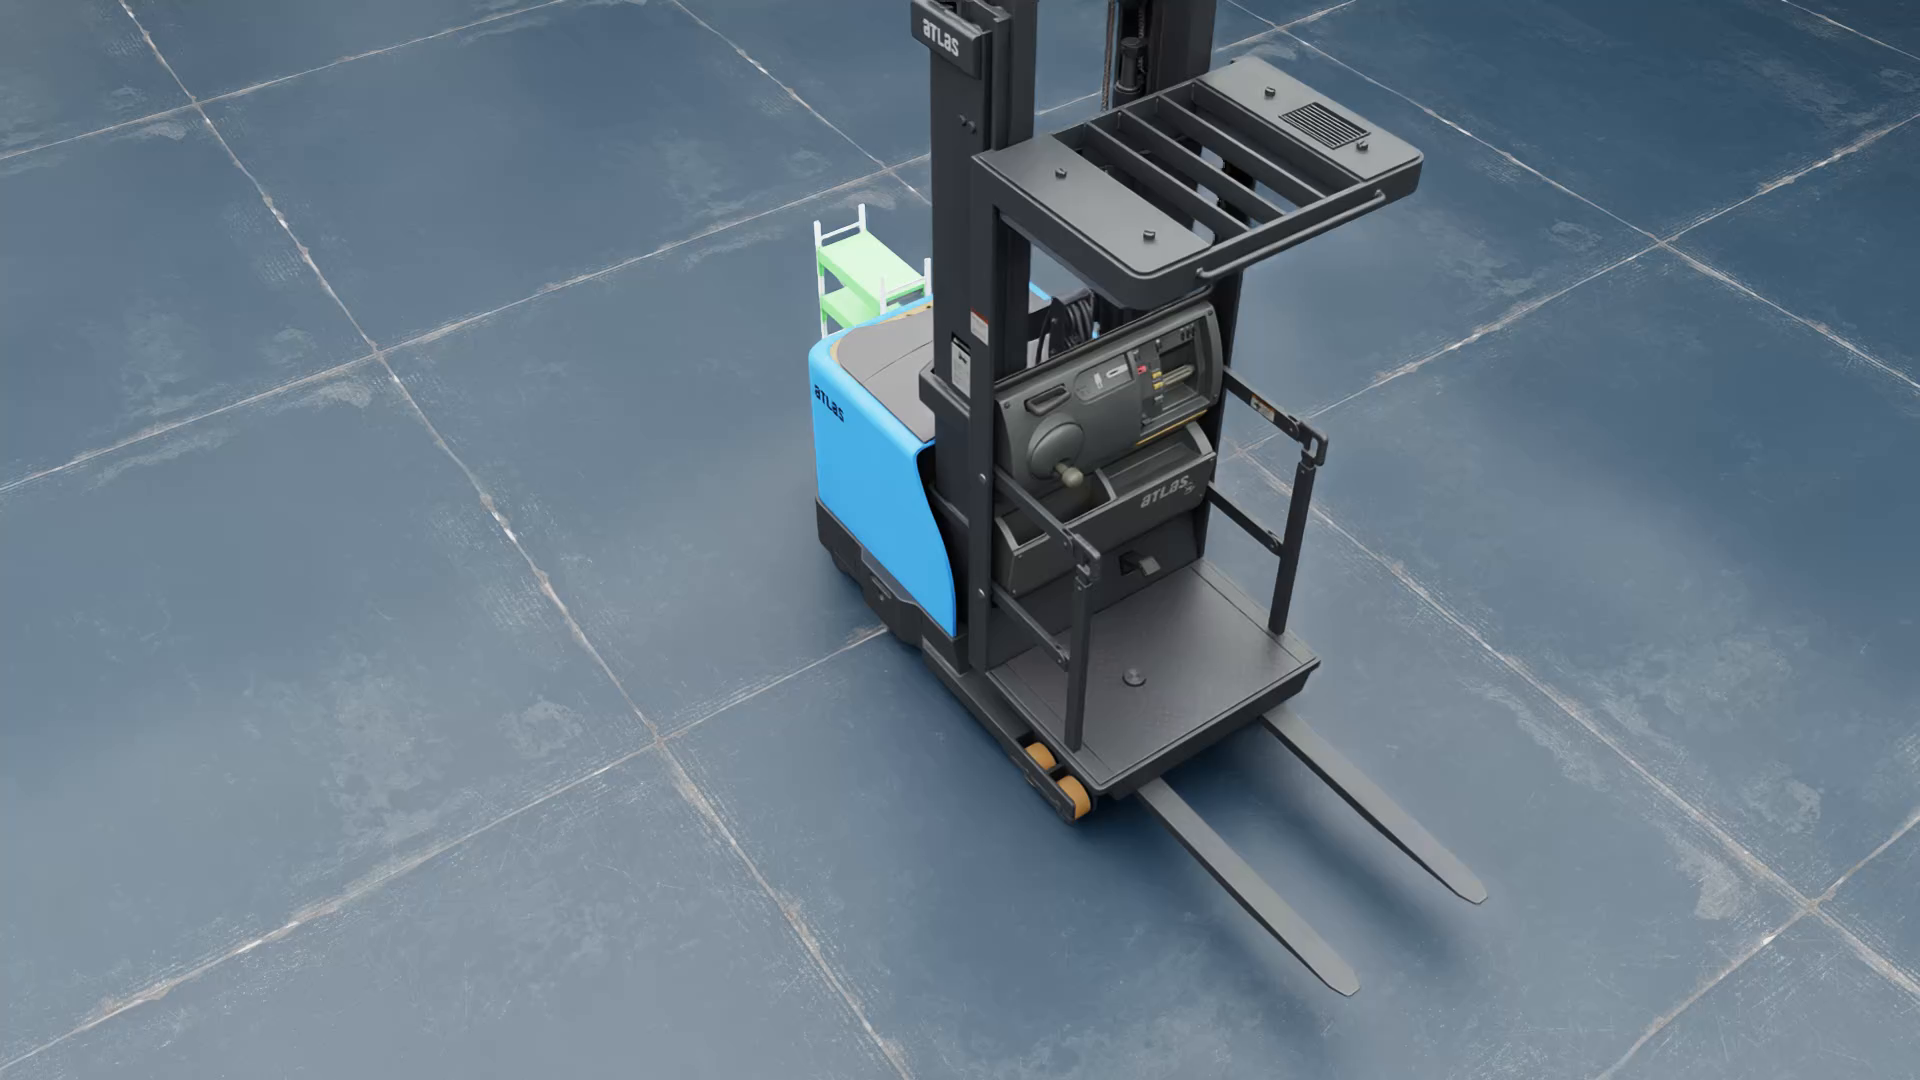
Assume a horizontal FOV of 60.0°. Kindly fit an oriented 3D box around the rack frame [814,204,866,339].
[{"bbox_3d":[-0.502,-0.925,7.341,0.240,1.200,0.015,-26,49,-25],"label":"rack frame"}]

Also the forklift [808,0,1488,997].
[{"bbox_3d":[0.651,-0.408,5.546,1.130,2.935,3.031,-26,49,-25],"label":"forklift"}]

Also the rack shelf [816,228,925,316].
[{"bbox_3d":[-0.361,-1.089,6.910,0.258,0.148,0.480,-26,49,-25],"label":"rack shelf"}]

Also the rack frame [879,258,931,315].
[{"bbox_3d":[-0.220,-0.650,7.053,0.240,1.200,0.015,-26,49,-25],"label":"rack frame"}]

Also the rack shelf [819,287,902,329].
[{"bbox_3d":[-0.361,-0.915,7.075,0.258,0.148,0.480,-26,49,-25],"label":"rack shelf"}]

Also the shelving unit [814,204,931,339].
[{"bbox_3d":[-0.361,-0.788,7.197,0.258,1.200,0.503,-26,49,-25],"label":"shelving unit"}]
